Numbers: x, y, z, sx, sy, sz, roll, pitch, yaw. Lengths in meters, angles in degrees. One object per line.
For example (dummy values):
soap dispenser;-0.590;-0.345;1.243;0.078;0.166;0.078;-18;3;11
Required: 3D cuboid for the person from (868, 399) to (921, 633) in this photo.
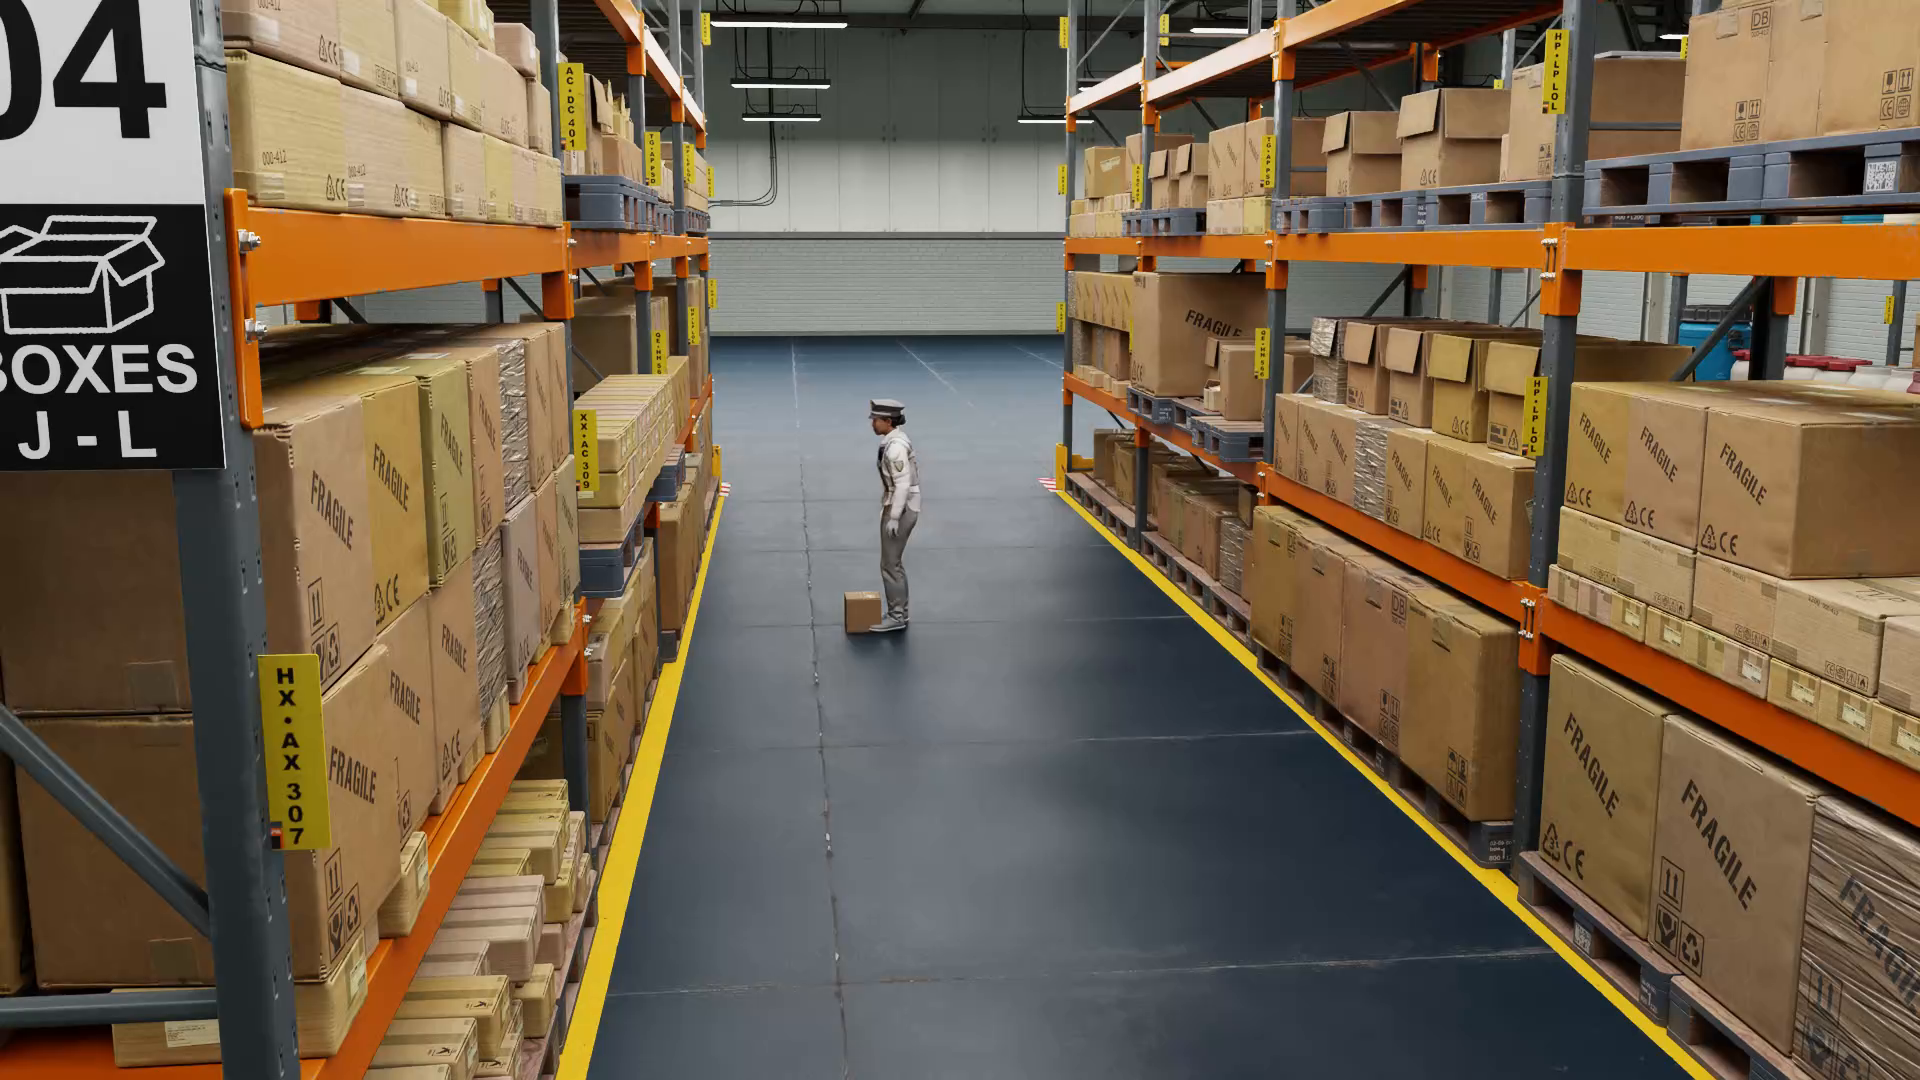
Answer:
person;-0.483;-0.180;11.906;0.405;1.663;0.540;-1;10;-8
